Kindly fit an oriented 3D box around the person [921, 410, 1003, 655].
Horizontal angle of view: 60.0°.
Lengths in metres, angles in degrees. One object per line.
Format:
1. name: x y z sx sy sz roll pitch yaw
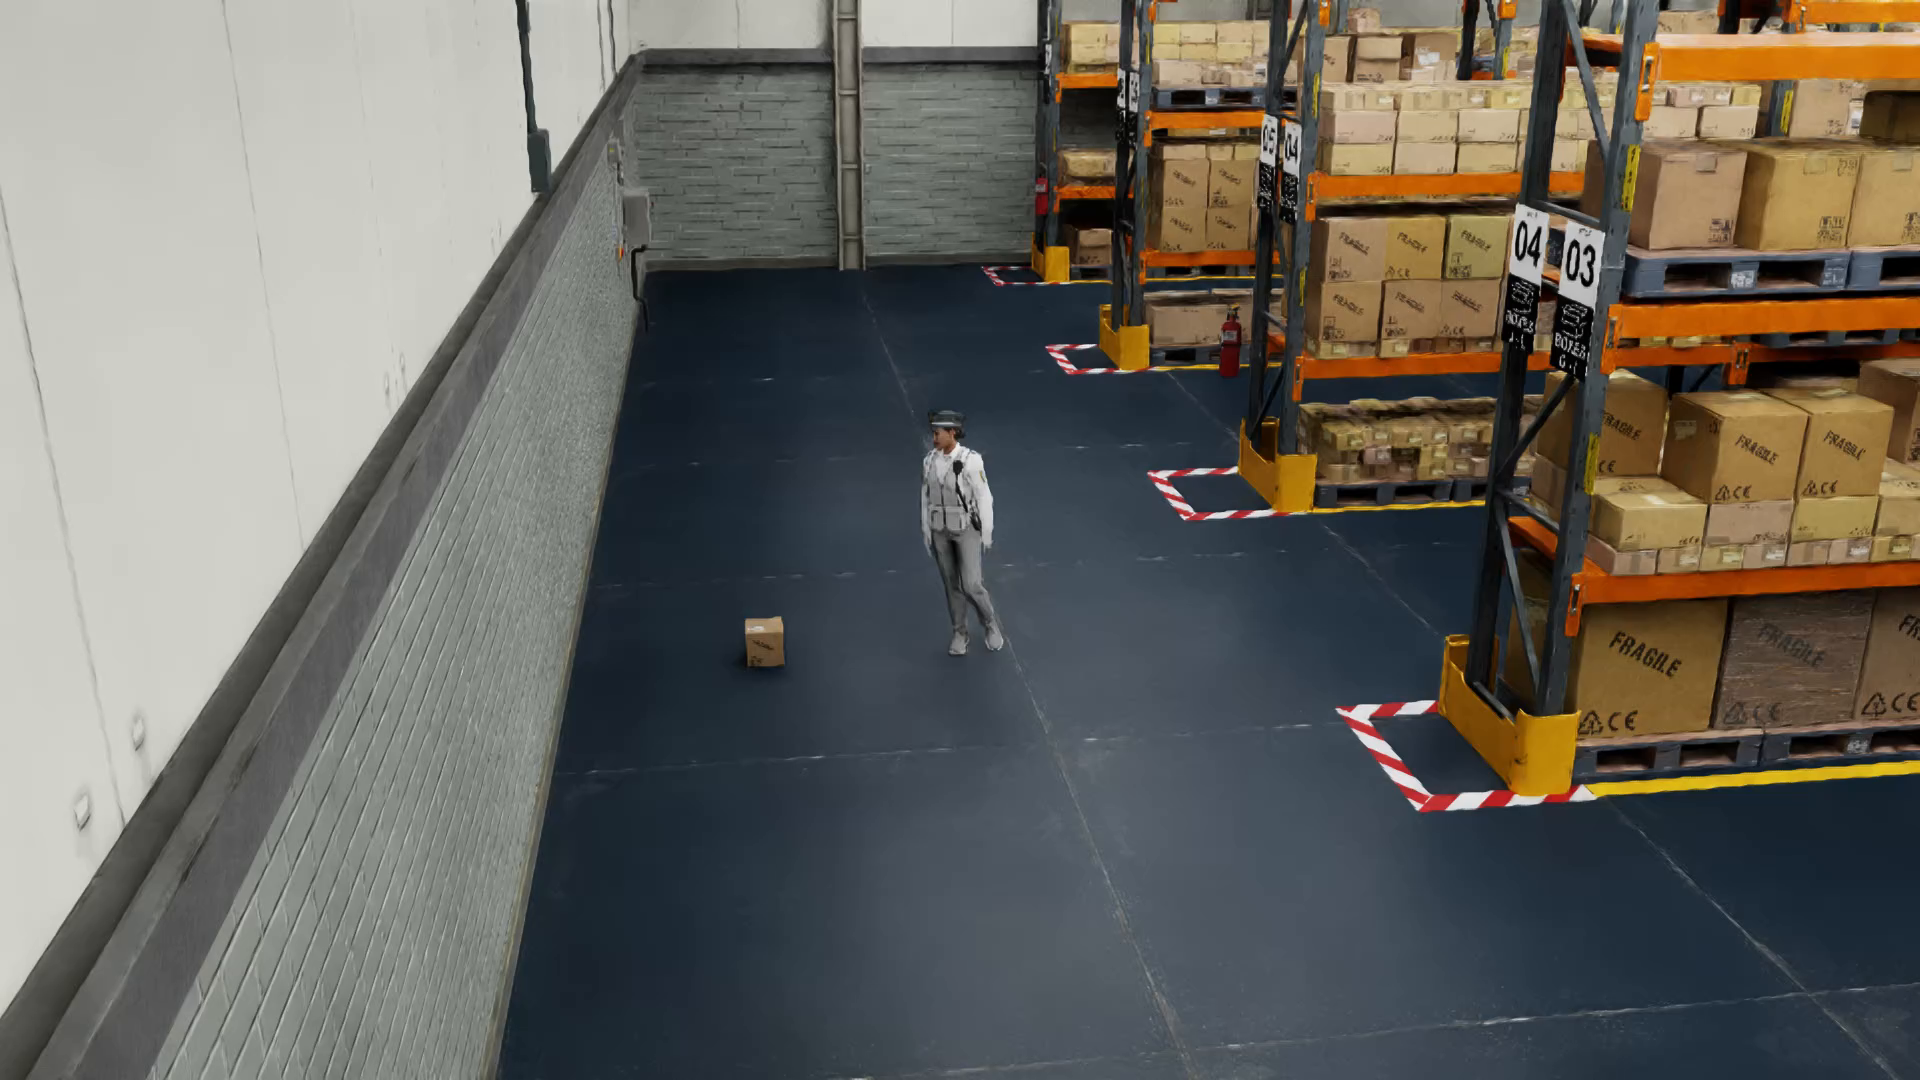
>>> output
1. person: 0.002 -0.050 11.188 0.568 1.675 0.417 9 22 24
